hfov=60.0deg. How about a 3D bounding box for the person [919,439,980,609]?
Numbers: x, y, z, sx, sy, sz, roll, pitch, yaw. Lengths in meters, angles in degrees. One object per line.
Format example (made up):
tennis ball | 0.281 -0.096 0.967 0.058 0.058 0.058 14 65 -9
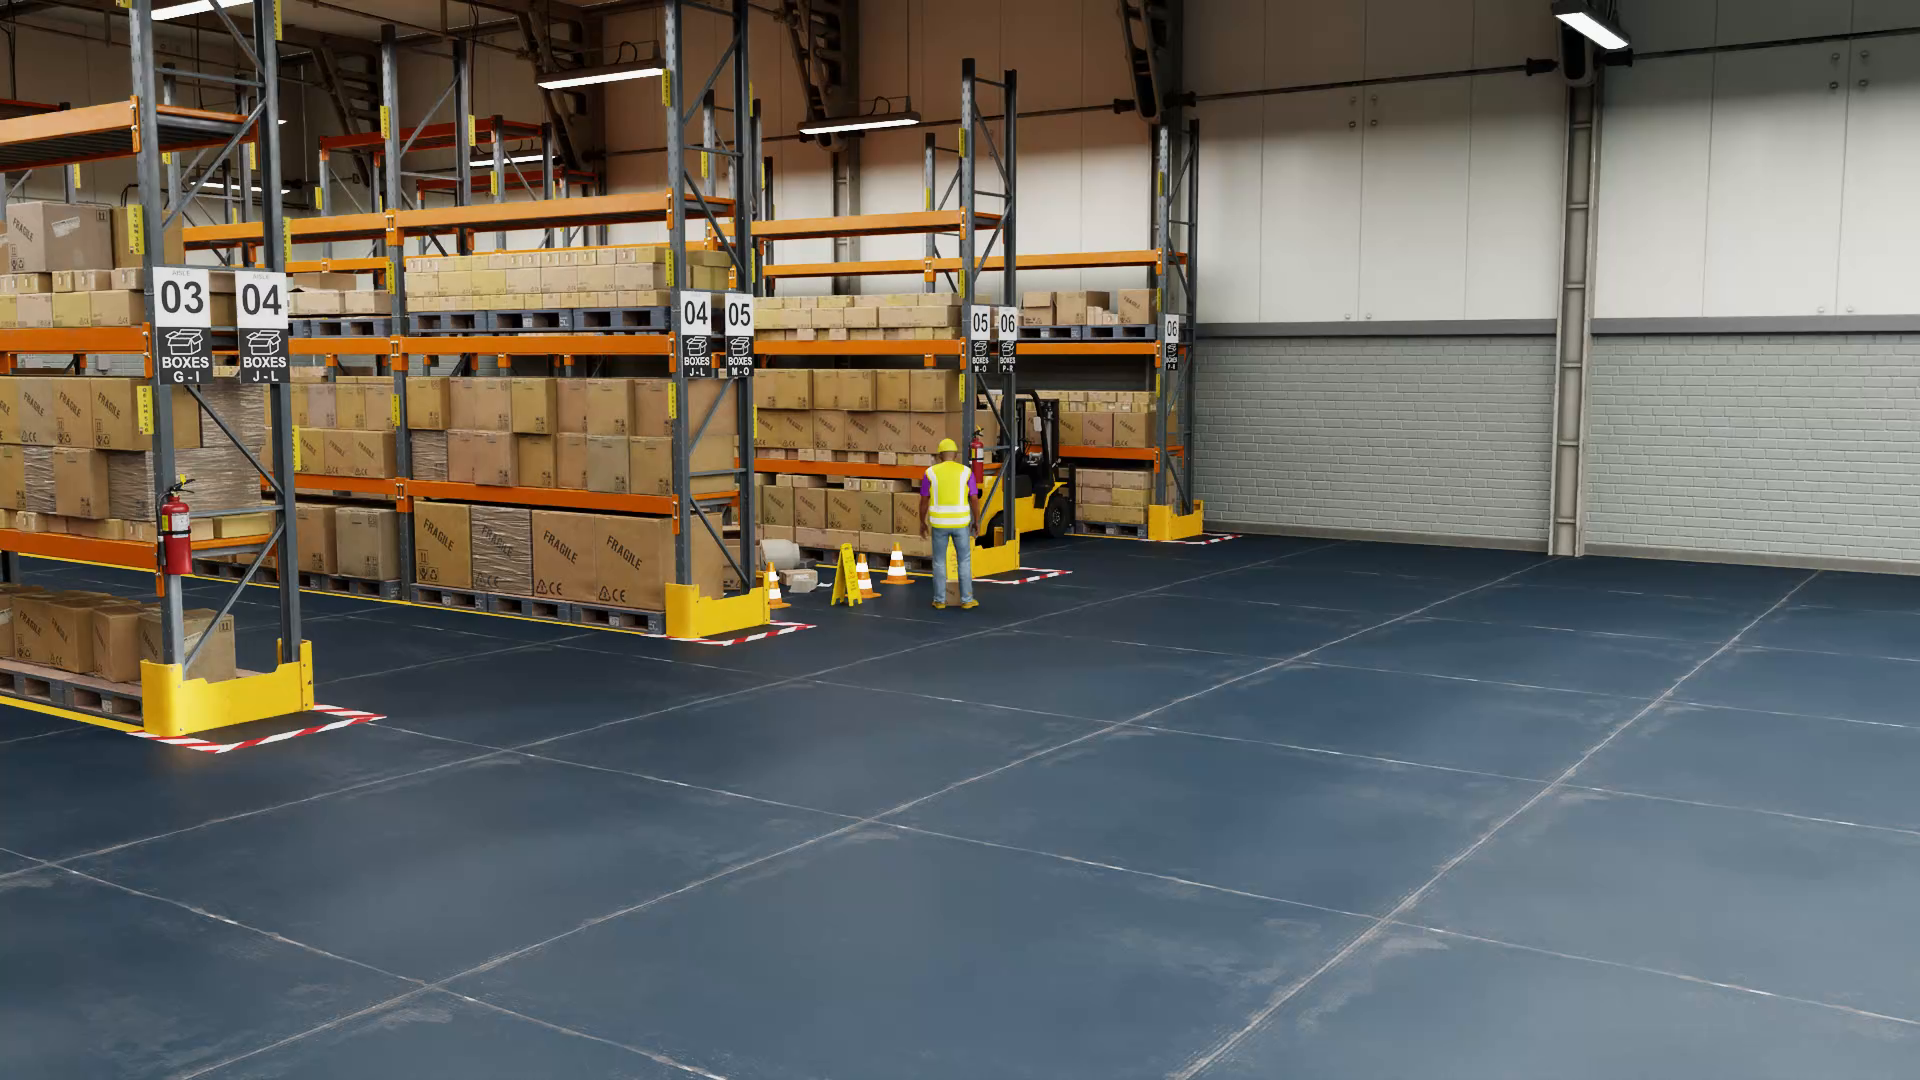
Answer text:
person | -0.108 -0.172 17.265 0.635 1.760 0.455 0 6 1
